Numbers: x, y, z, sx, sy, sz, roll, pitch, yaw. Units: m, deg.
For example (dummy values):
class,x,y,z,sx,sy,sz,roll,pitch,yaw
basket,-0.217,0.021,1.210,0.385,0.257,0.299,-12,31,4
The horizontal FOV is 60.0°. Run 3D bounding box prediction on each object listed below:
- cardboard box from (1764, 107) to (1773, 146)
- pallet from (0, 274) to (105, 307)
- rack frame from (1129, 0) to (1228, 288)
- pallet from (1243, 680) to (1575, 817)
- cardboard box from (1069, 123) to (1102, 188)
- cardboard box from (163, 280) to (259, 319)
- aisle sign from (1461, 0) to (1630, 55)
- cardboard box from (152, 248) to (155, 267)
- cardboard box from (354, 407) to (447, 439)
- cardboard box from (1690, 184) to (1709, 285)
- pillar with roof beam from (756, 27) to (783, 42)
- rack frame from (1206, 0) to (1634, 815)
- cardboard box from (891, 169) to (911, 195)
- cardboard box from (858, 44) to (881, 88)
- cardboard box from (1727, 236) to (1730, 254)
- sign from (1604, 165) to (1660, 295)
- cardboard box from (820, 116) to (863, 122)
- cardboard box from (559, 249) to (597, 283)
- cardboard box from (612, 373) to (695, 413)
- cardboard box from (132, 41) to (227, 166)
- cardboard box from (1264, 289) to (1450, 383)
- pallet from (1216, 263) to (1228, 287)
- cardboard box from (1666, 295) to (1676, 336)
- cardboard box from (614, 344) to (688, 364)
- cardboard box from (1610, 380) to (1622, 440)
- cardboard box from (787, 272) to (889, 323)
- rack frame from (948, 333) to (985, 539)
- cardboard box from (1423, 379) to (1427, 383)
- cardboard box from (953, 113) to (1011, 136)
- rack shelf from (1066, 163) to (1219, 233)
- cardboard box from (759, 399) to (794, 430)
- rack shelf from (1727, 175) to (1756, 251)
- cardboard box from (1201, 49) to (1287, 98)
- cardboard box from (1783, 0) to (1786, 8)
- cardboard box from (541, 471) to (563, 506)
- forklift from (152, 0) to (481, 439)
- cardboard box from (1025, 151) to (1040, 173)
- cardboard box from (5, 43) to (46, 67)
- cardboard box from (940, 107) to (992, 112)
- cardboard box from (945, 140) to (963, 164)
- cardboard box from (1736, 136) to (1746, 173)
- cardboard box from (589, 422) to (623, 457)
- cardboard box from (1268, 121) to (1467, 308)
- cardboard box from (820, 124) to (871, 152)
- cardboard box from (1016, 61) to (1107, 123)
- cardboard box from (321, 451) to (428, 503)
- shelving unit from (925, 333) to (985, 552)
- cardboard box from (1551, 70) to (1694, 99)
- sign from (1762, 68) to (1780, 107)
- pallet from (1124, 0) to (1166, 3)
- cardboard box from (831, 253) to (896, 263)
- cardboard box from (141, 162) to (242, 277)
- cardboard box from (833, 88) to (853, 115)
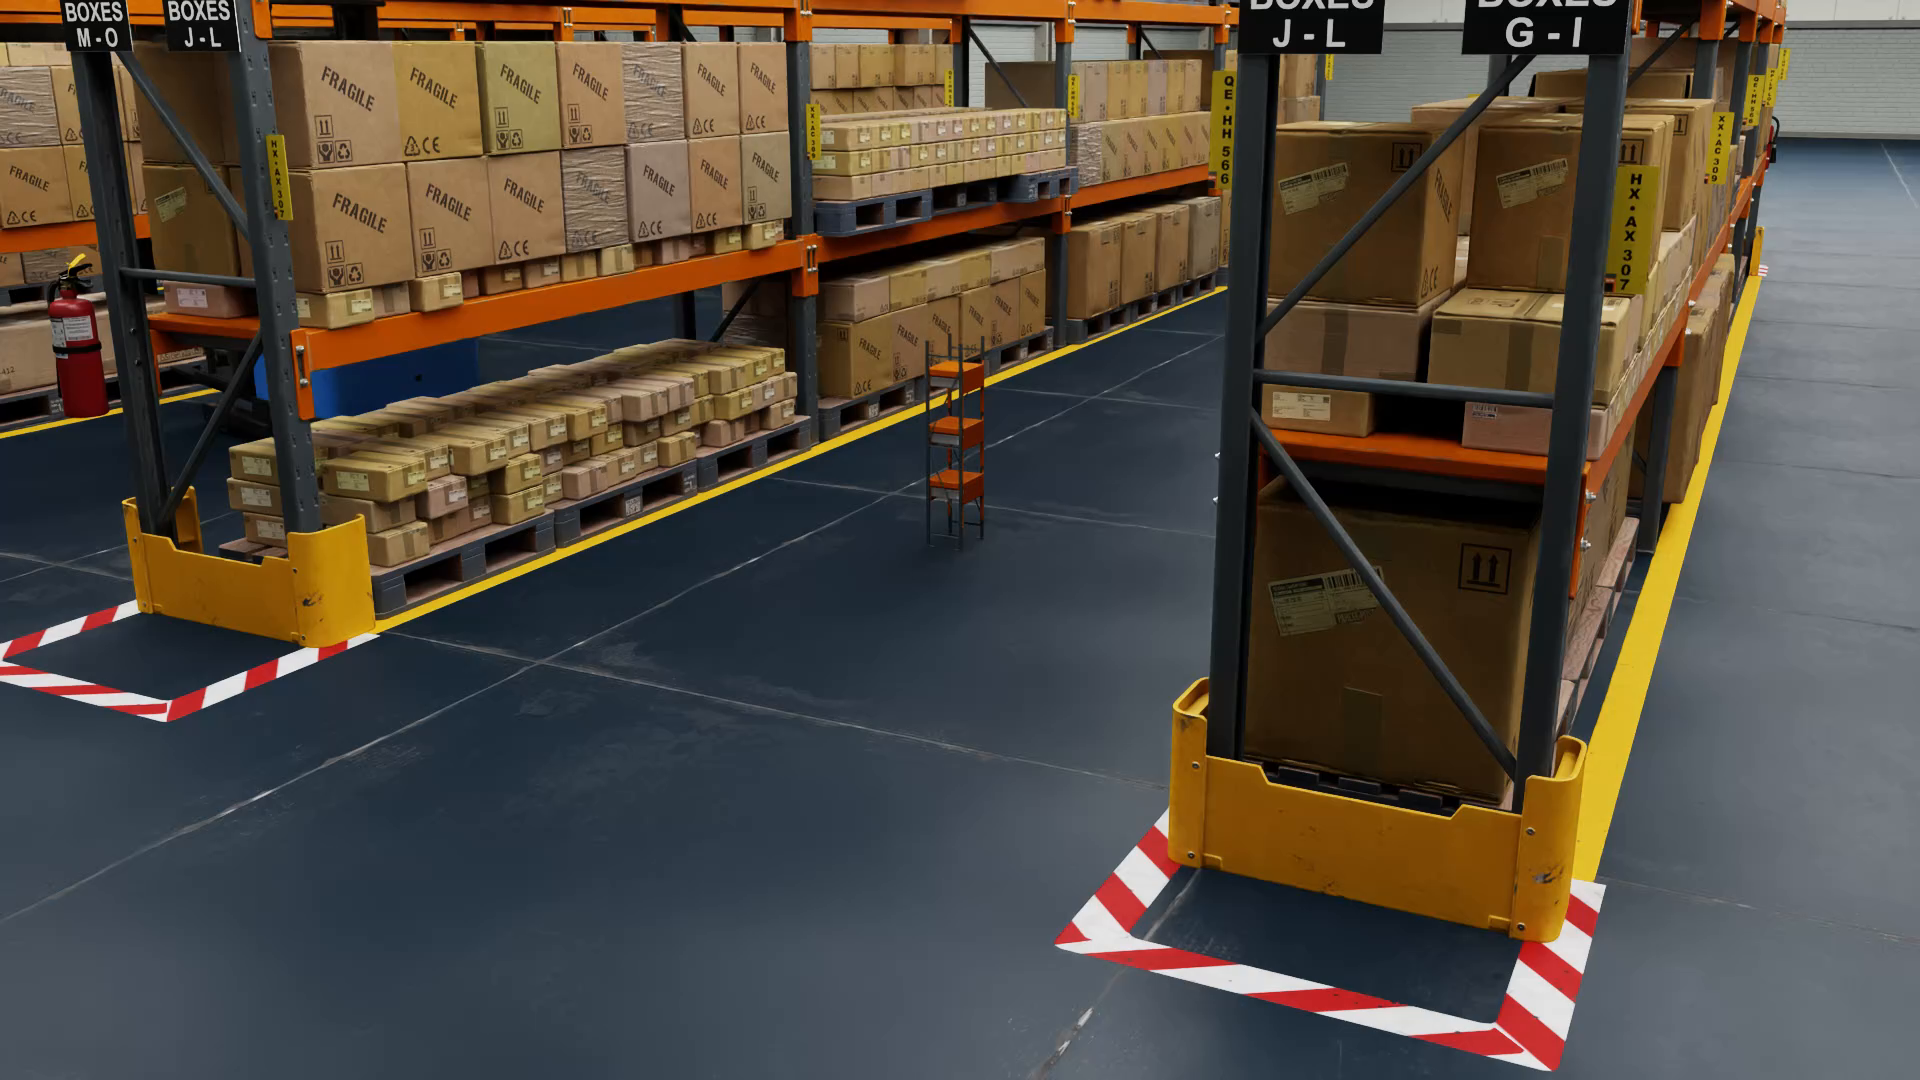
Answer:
class,x,y,z,sx,sy,sz,roll,pitch,yaw
cardboard box,7.999,-4.404,17.387,0.875,0.500,0.500,8,18,25
pallet,-9.411,-2.515,16.621,1.003,0.211,1.213,8,18,25
rack frame,2.206,-4.131,17.164,1.000,3.000,0.127,8,18,25
pallet,1.524,0.706,5.778,1.003,0.211,1.213,8,18,25
cardboard box,0.861,-3.240,13.989,0.500,0.500,0.500,8,18,26
cardboard box,-3.263,-1.073,7.310,0.380,0.149,0.250,8,18,25
aisle sign,1.473,-1.607,4.102,0.394,0.787,0.004,8,18,25
cardboard box,-8.726,-3.089,17.307,0.500,0.500,0.500,8,18,25
cardboard box,-2.808,-0.558,8.360,0.380,0.149,0.250,7,18,23
cardboard box,3.453,-1.570,8.366,0.500,0.500,0.500,8,18,26
pillar with roof beam,0.493,-10.178,26.988,9.100,9.000,0.400,8,18,25
rack frame,1.236,-0.418,4.662,1.000,3.000,0.127,8,18,25
cardboard box,-0.547,-2.351,10.874,0.380,0.149,0.250,8,18,26
cardboard box,-1.380,-5.741,20.131,0.700,0.500,0.500,8,18,24
cardboard box,7.062,-2.721,16.070,0.500,0.500,0.500,16,23,43
sign,1.730,-0.798,4.285,0.100,0.325,0.005,8,18,25
cardboard box,-0.897,-2.850,11.509,0.380,0.149,0.250,7,18,24
cardboard box,-2.066,-1.399,8.406,0.380,0.149,0.250,9,19,27
cardboard box,-1.702,-0.818,9.235,0.380,0.149,0.250,7,18,23
cardboard box,-3.174,-1.892,7.173,0.500,0.500,0.500,8,18,24
cardboard box,1.215,-0.646,5.170,0.500,0.250,0.500,8,18,24
pallet,2.616,-2.978,18.180,1.003,0.211,1.213,8,18,25
cardboard box,2.721,-0.935,6.844,0.380,0.149,0.250,8,19,26
cardboard box,-1.884,-1.089,10.148,0.380,0.149,0.250,9,19,28
cardboard box,1.803,-0.411,5.082,0.380,0.149,0.250,8,18,25
cardboard box,-0.802,-1.610,11.014,0.500,0.250,0.500,7,18,23
rack frame,0.031,-0.521,8.434,0.200,1.050,0.008,8,18,25
cardboard box,1.442,-0.624,5.797,0.380,0.149,0.250,8,19,26
cardboard box,0.150,-3.035,12.135,0.380,0.149,0.250,8,18,25
rack shelf,1.313,-3.277,15.552,1.077,0.370,4.000,8,18,25
cardboard box,-1.239,-0.785,10.168,0.380,0.149,0.250,8,18,26
rack shelf,5.705,-2.620,13.340,1.077,0.370,4.000,8,18,25
cardboard box,3.258,-5.373,19.185,0.875,0.550,0.550,8,18,25
cardboard box,8.177,-5.576,17.026,0.500,0.250,0.500,8,18,26
cardboard box,-2.246,-0.271,8.439,0.380,0.149,0.250,8,18,26
forklift,-4.384,-2.204,10.795,1.130,2.935,3.031,-16,23,-42
cardboard box,0.383,-2.880,12.657,0.380,0.149,0.250,8,19,26
cardboard box,-6.207,-3.166,10.844,0.380,0.149,0.250,8,18,25
cardboard box,0.037,-3.384,13.308,0.380,0.149,0.250,8,18,25
cardboard box,-0.199,-2.693,11.506,0.380,0.149,0.250,8,18,24
cardboard box,5.766,-2.982,12.823,0.500,0.250,0.500,8,18,24
cardboard box,-2.030,-0.562,8.895,0.380,0.149,0.250,9,19,28
cardboard box,1.219,-1.005,5.065,0.500,0.500,0.500,8,18,26
cardboard box,-0.781,-2.501,10.336,0.380,0.149,0.250,9,19,28
cardboard box,0.853,-3.881,14.393,0.700,0.500,0.500,8,18,25
cardboard box,-2.618,-0.285,7.439,0.380,0.149,0.250,7,18,23
shelving unit,-0.024,-0.490,8.329,0.215,1.050,0.252,8,18,25
cardboard box,3.619,-2.302,9.070,0.797,0.503,0.637,8,18,26
sign,7.096,-3.960,14.554,0.100,0.325,0.005,8,18,25
pallet,1.156,-4.916,14.869,1.003,0.211,1.213,9,19,28
cardboard box,-0.797,-1.943,12.135,0.500,0.250,0.500,7,18,23
cardboard box,-3.185,-1.412,7.312,0.500,0.500,0.500,9,19,26
cardboard box,-1.618,-5.133,19.840,0.500,0.500,0.500,8,18,25
